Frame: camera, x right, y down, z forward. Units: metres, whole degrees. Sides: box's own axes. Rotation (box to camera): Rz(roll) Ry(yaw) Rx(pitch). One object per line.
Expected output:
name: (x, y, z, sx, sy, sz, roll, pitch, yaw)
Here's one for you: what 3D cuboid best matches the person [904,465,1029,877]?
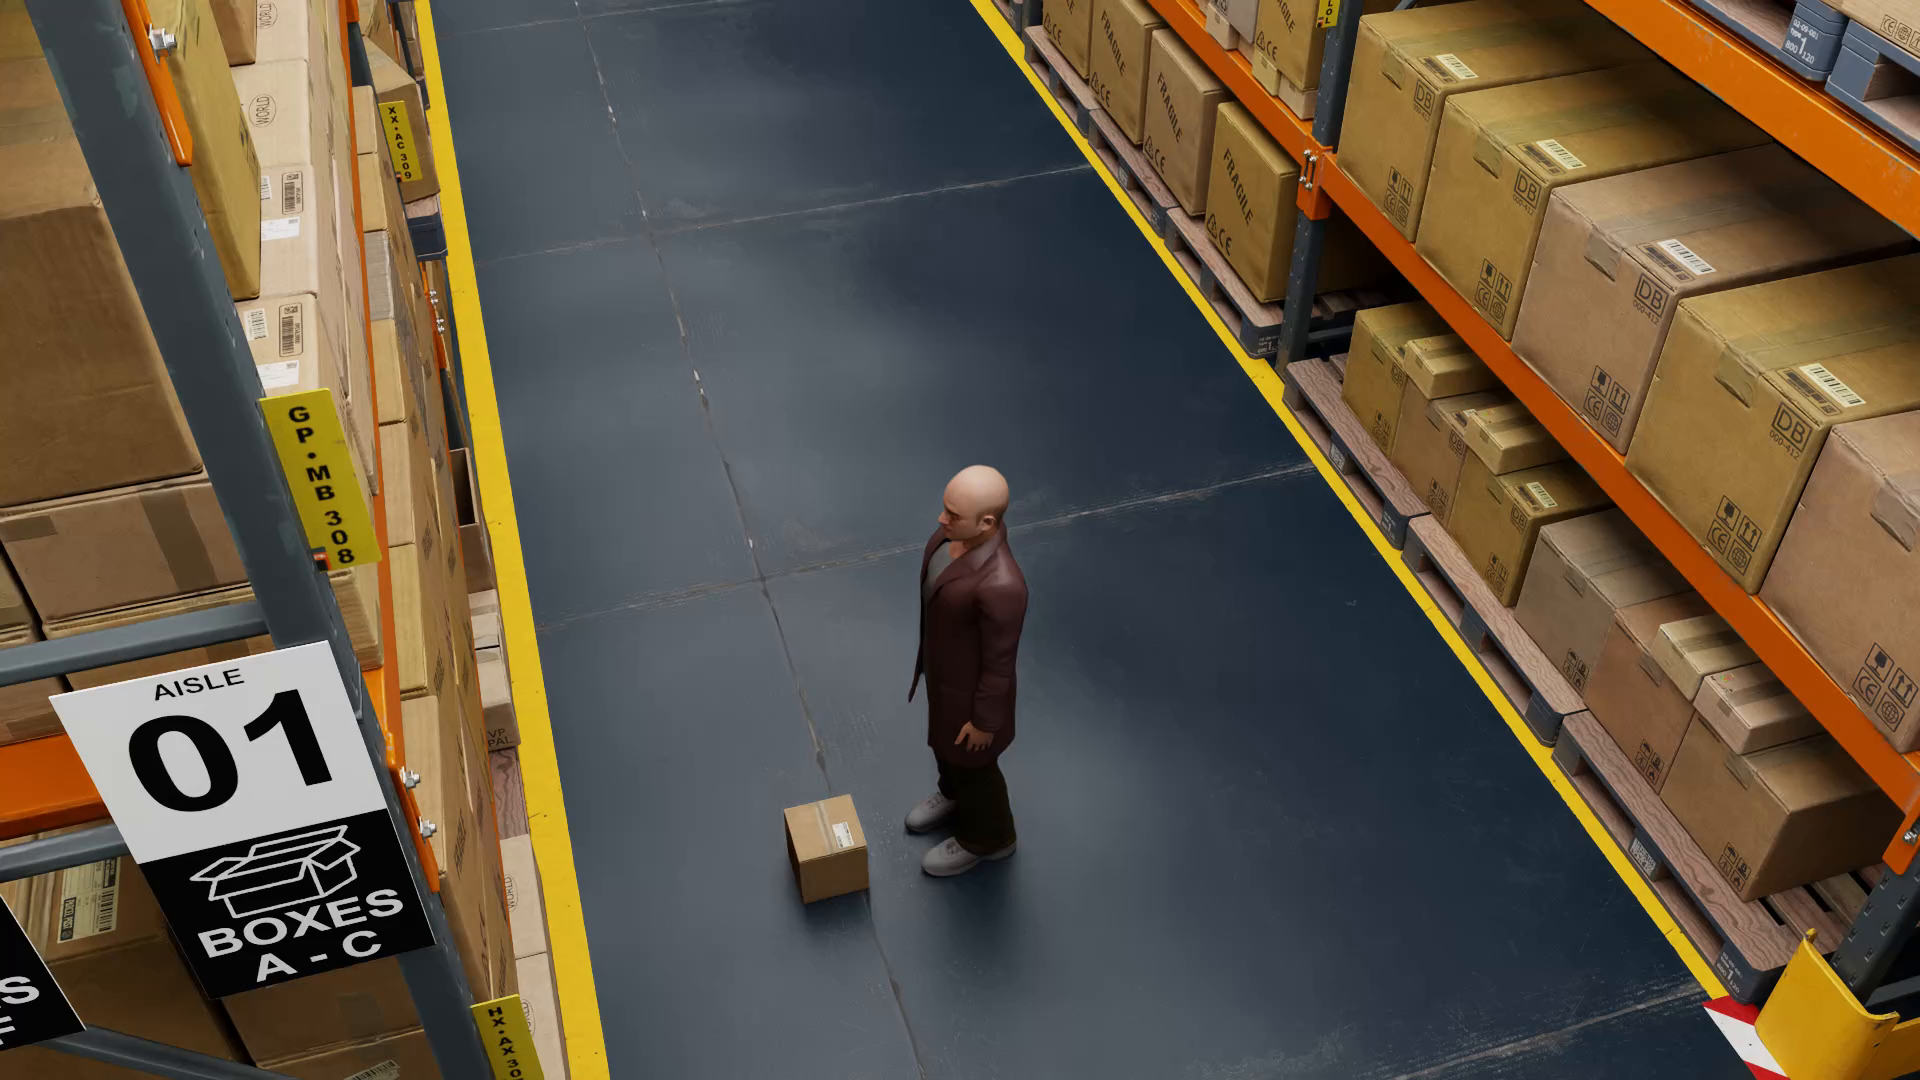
person: (0.007, 0.469, 5.647, 0.383, 1.783, 0.574, -10, 43, -11)
